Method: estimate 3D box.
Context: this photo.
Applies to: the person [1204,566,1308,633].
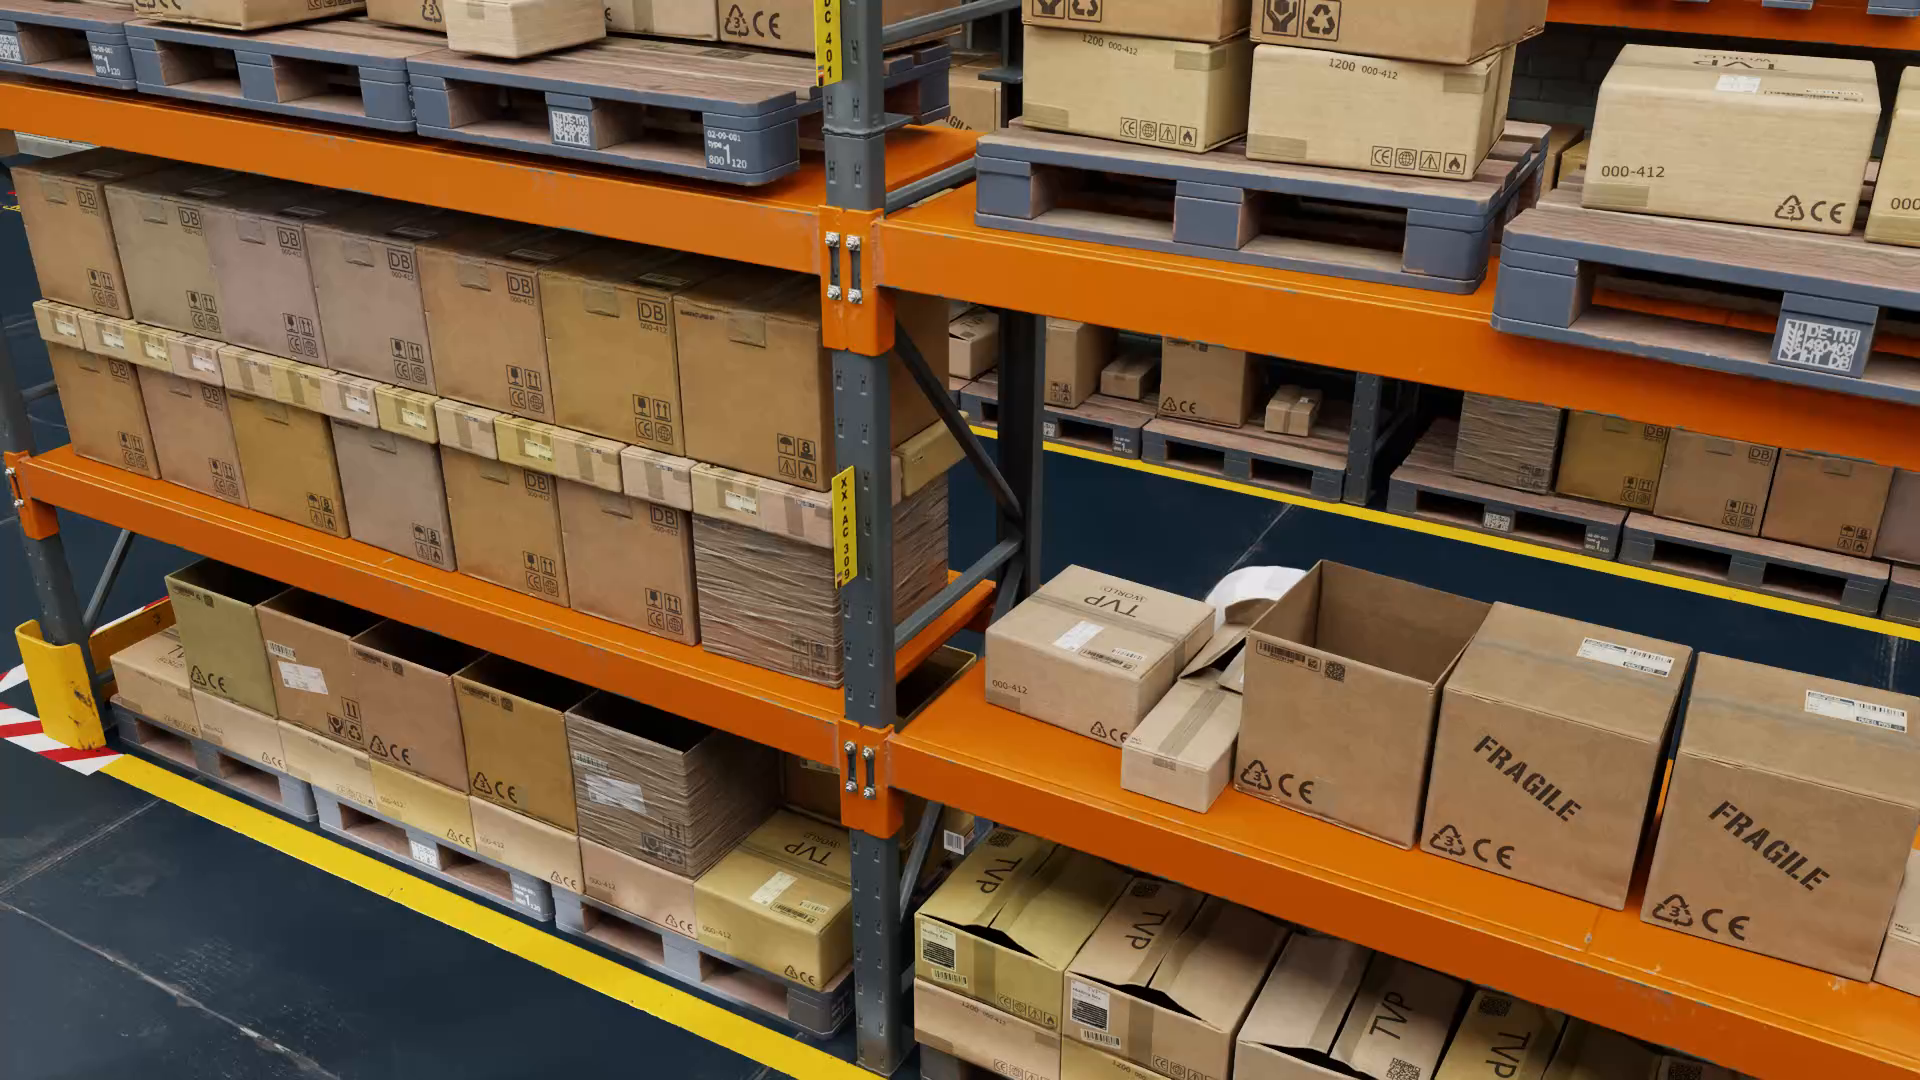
[{"bbox_3d":[1.460,0.552,6.801,0.992,0.845,0.545,13,29,25],"label":"person"}]
